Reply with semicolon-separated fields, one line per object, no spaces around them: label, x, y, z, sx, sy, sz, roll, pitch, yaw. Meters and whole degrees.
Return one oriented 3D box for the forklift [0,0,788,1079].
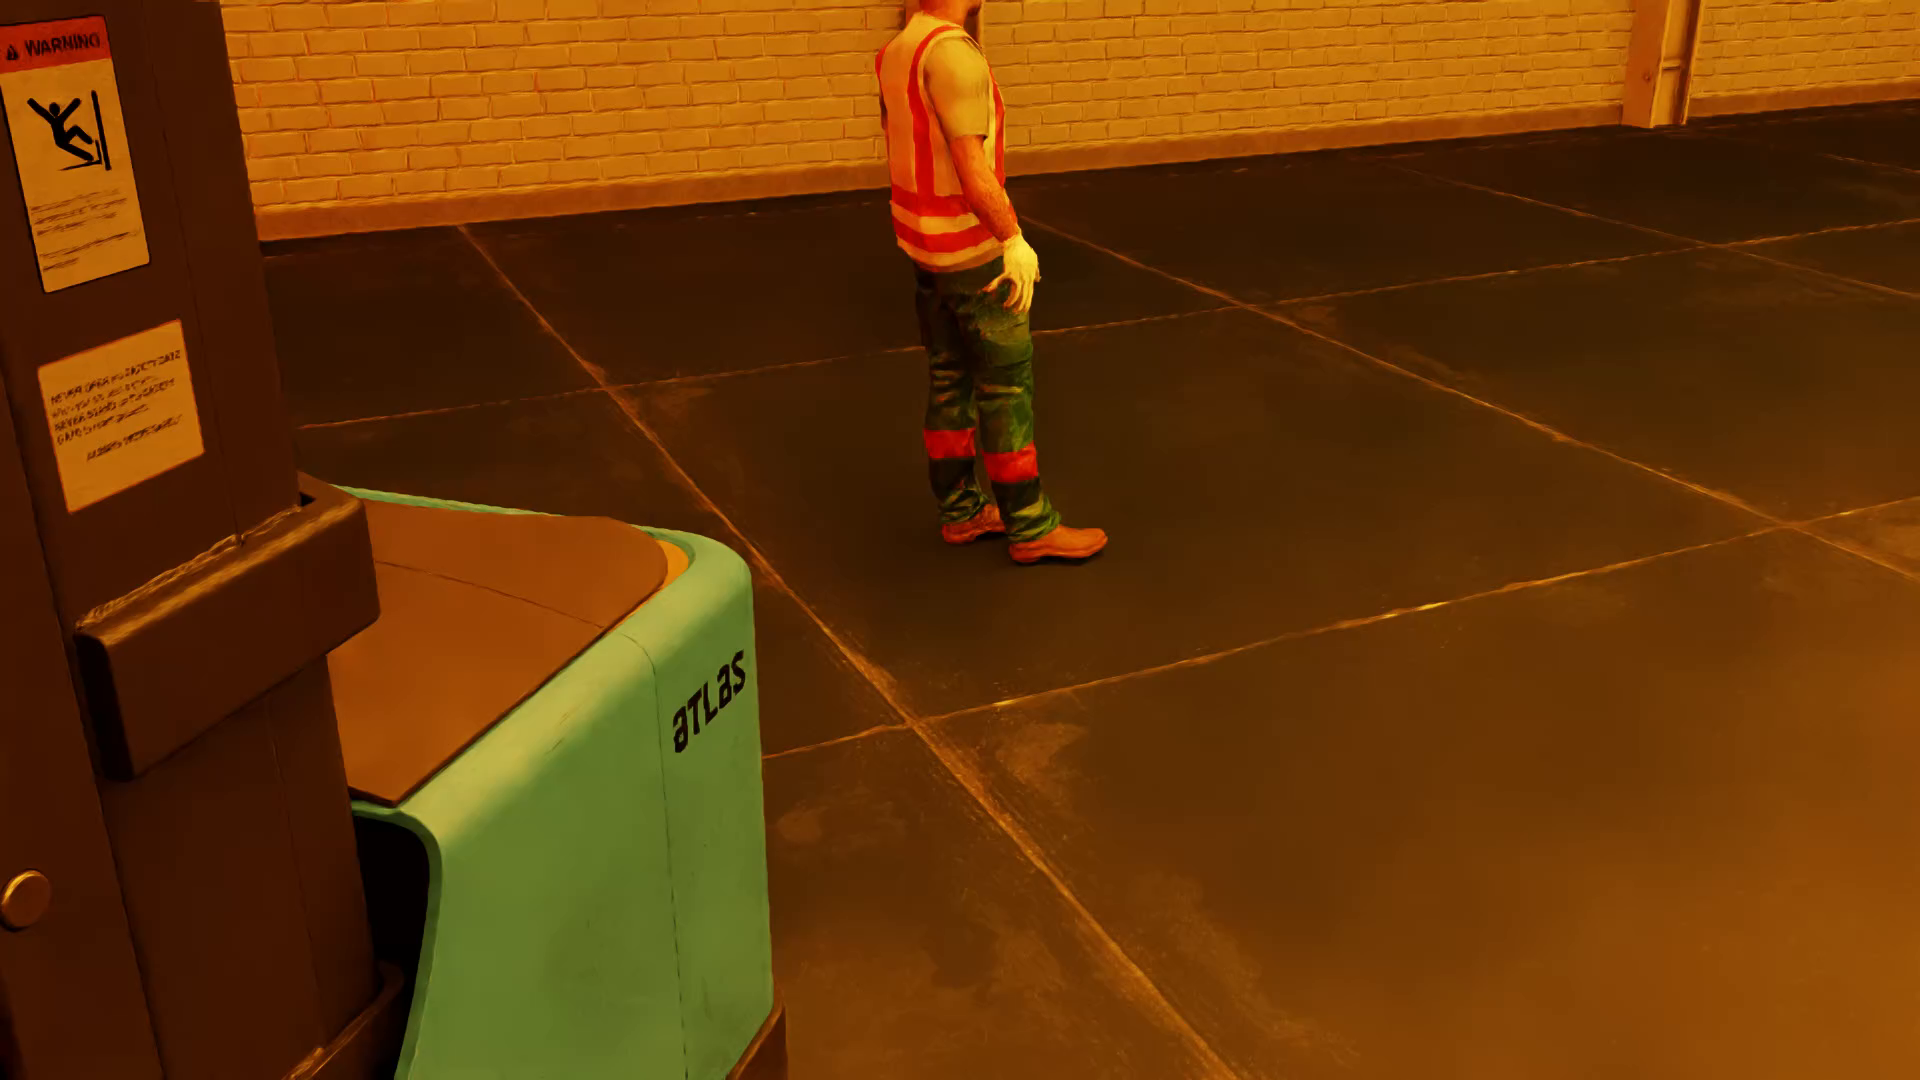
forklift;-1.221;0.112;1.017;1.130;2.935;3.031;7;24;17

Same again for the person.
person;0.078;-0.842;4.783;0.563;1.787;0.637;-10;25;-23
